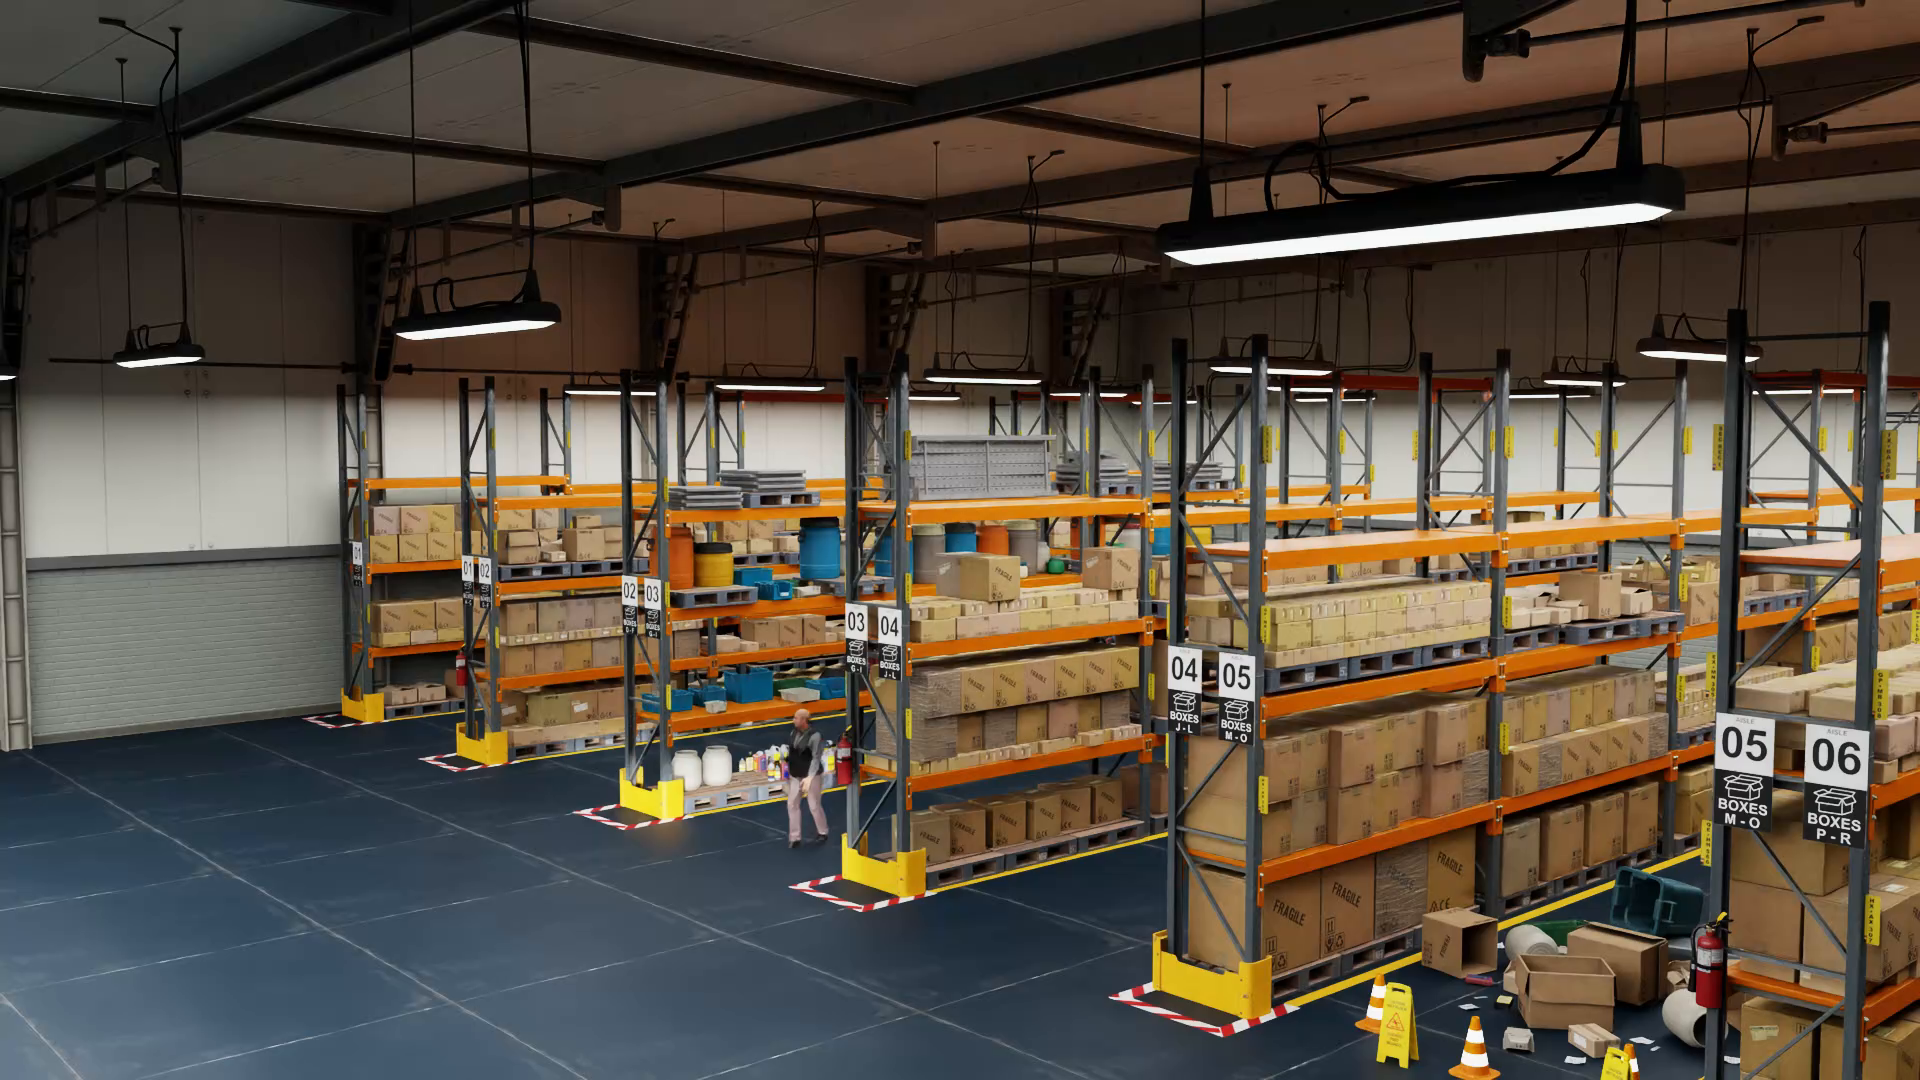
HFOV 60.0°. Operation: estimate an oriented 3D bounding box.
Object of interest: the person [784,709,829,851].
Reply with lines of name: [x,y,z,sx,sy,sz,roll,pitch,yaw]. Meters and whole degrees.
person: [-1.932,2.983,20.649,0.534,1.784,0.681,3,5,36]
